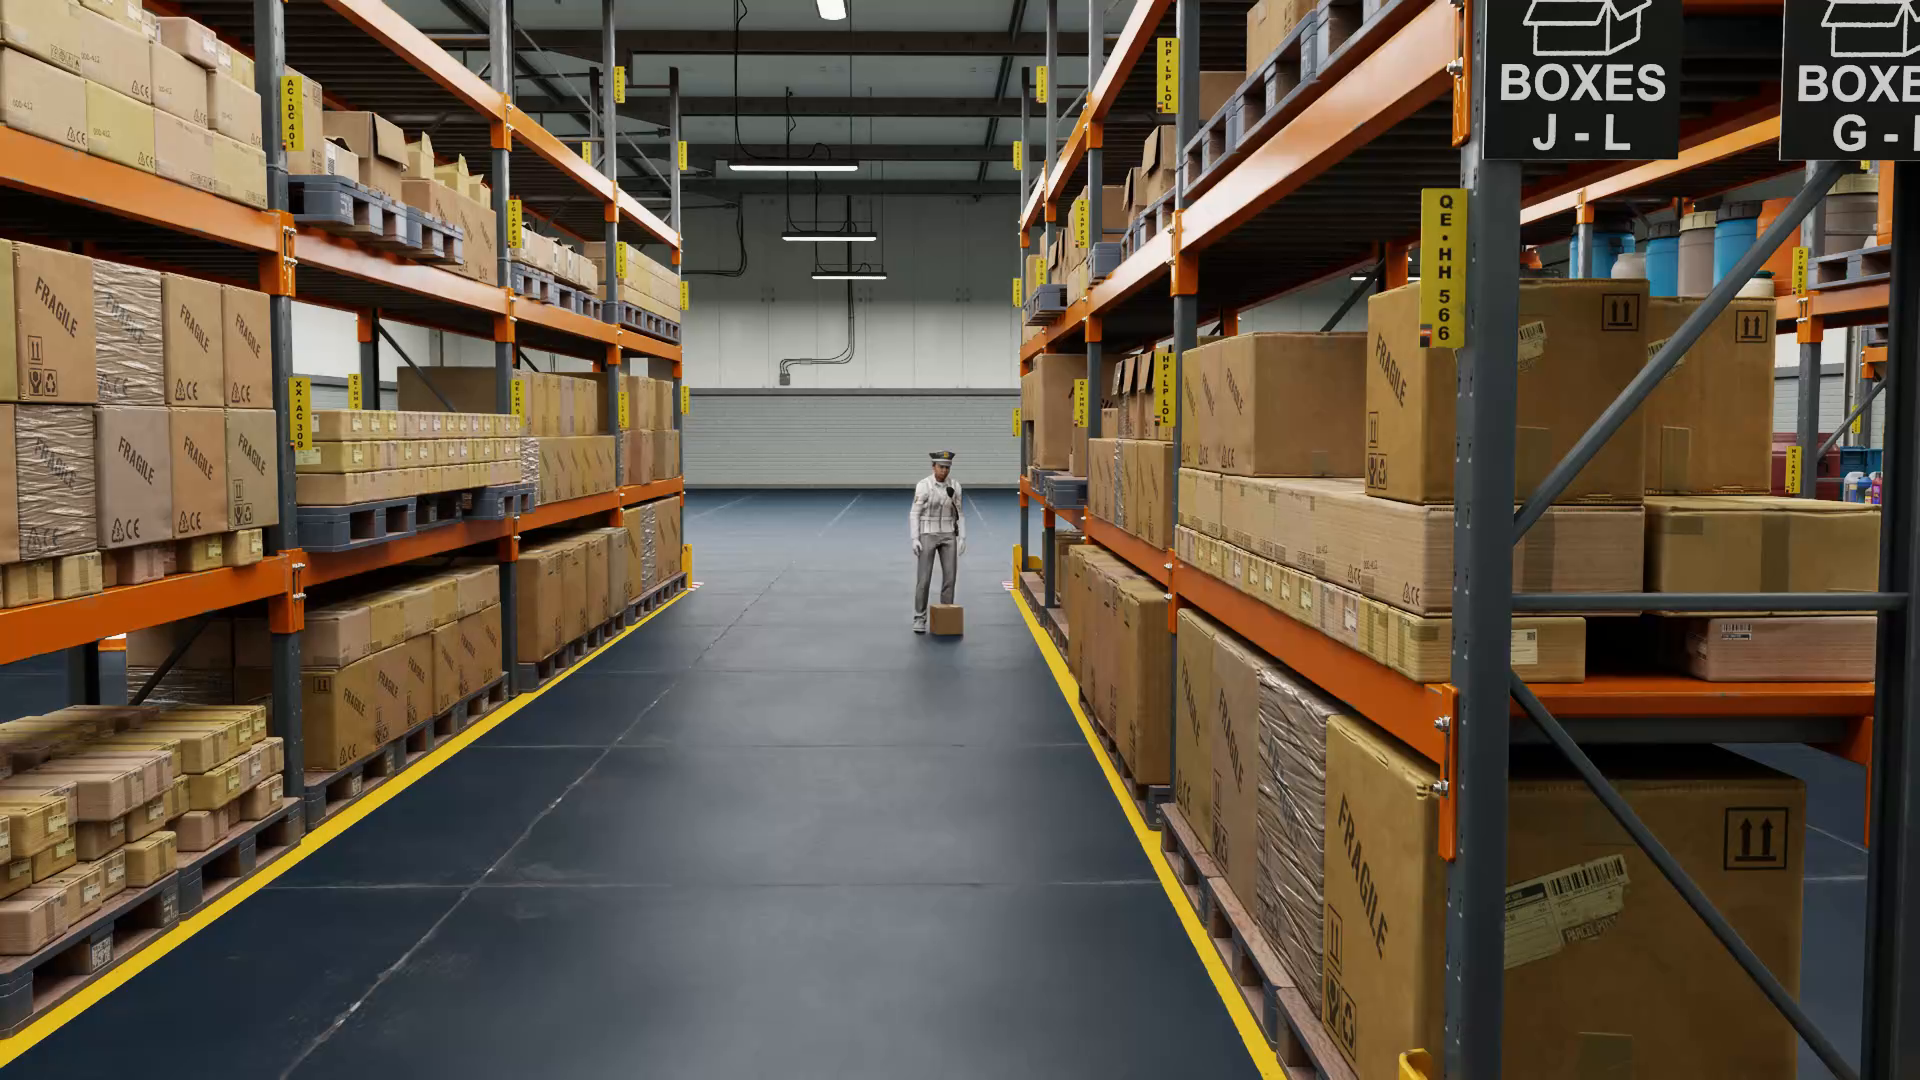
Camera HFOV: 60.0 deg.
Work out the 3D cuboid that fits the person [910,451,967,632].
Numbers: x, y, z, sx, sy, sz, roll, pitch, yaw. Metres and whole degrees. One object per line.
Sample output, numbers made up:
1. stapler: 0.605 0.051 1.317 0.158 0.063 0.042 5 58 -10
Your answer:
1. person: -0.199 0.006 15.371 0.538 1.663 0.378 -1 4 -16
